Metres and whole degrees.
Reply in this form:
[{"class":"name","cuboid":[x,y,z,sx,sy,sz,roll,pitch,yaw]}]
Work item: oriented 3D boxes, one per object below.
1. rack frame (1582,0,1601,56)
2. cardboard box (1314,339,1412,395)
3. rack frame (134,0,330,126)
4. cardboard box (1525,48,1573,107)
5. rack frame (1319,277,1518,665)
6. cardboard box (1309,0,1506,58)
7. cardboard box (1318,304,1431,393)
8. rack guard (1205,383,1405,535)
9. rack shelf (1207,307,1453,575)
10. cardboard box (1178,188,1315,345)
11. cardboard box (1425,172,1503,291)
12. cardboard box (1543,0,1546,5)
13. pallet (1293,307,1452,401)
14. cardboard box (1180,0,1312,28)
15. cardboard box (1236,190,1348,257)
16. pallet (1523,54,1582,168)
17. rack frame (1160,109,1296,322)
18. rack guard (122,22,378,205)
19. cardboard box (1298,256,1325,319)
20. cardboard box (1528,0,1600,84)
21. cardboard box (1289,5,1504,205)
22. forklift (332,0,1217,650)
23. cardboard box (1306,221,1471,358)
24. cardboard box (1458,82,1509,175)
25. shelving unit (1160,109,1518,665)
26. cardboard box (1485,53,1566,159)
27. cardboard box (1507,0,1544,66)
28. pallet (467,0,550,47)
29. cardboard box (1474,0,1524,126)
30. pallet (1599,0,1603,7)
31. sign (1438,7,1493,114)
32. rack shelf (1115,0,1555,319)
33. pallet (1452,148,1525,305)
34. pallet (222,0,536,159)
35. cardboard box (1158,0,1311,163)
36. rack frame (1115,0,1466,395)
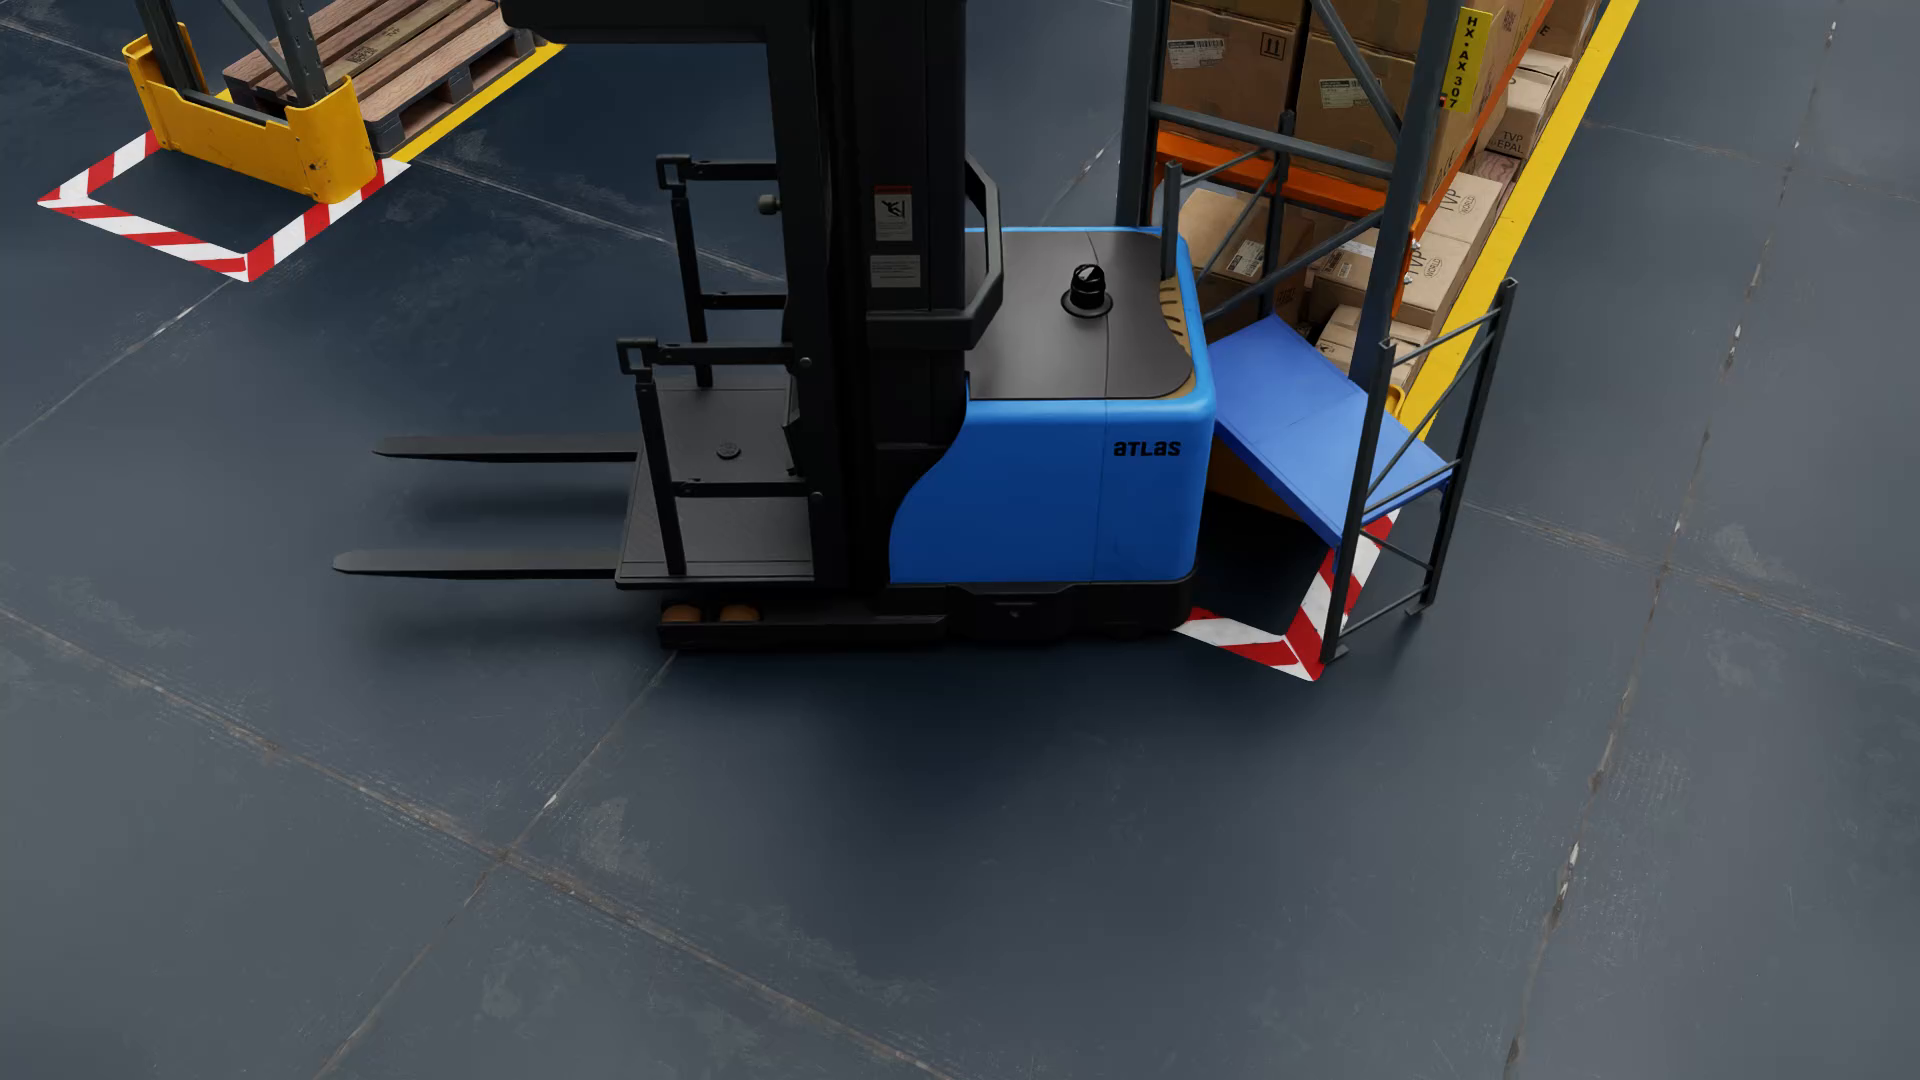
[{"class":"rack frame","cuboid":[2.872,-3.816,7.912,1.000,3.000,0.127,20,49,19]},{"class":"cardboard box","cuboid":[1.514,-0.599,6.428,0.380,0.149,0.250,20,49,19]},{"class":"rack frame","cuboid":[-3.371,-2.933,7.040,1.000,3.000,0.127,20,49,19]},{"class":"cardboard box","cuboid":[2.738,-2.259,8.069,0.380,0.149,0.250,20,49,19]},{"class":"rack frame","cuboid":[1.441,-0.165,5.332,0.500,1.500,0.032,-26,53,-18]},{"class":"cardboard box","cuboid":[1.455,-1.875,5.221,0.500,0.500,0.500,22,49,20]},{"class":"cardboard box","cuboid":[1.630,-0.762,6.577,0.380,0.166,0.250,20,49,19]},{"class":"rack guard","cuboid":[1.050,-0.465,6.358,1.175,0.500,0.348,20,49,19]},{"class":"rack shelf","cuboid":[1.186,-0.368,5.761,0.538,0.185,1.000,-26,53,-18]},{"class":"cardboard box","cuboid":[1.049,-0.996,6.573,0.500,0.500,0.500,20,49,19]},{"class":"cardboard box","cuboid":[1.983,-1.363,7.112,0.500,0.250,0.500,20,49,19]},{"class":"cardboard box","cuboid":[2.158,-2.480,6.521,0.500,0.500,0.500,21,49,20]},{"class":"pallet","cuboid":[1.420,-0.866,6.957,1.003,0.211,1.213,20,49,19]},{"class":"cardboard box","cuboid":[0.978,-2.053,5.397,0.500,0.500,0.500,20,49,19]},{"class":"cardboard box","cuboid":[1.517,-1.496,7.244,0.500,0.250,0.500,20,49,19]},{"class":"pallet","cuboid":[2.552,-2.403,8.477,1.003,0.211,1.213,20,49,19]},{"class":"rack frame","cuboid":[0.912,-0.806,5.917,0.500,1.500,0.032,-26,53,-18]},{"class":"rack guard","cuboid":[-3.370,-2.035,7.910,1.175,0.500,0.348,20,49,19]},{"class":"cardboard box","cuboid":[1.317,-1.104,6.915,0.380,0.166,0.250,20,49,19]},{"class":"cardboard box","cuboid":[2.859,-2.639,8.197,0.500,0.500,0.500,20,49,19]},{"class":"cardboard box","cuboid":[1.455,-1.523,5.576,0.500,0.500,0.500,21,49,20]},{"class":"forklift","cuboid":[-0.698,-1.024,5.202,3.031,2.935,1.130,-1,45,0]},{"class":"cardboard box","cuboid":[1.751,-1.048,6.800,0.500,0.250,0.500,20,49,19]},{"class":"cardboard box","cuboid":[2.004,-1.907,7.472,0.797,0.503,0.637,20,49,19]},{"class":"shelving unit","cuboid":[1.176,-0.485,5.625,0.538,1.500,1.048,-26,53,-18]},{"class":"cardboard box","cuboid":[2.510,-2.100,7.798,0.500,0.311,0.500,20,49,19]},{"class":"cardboard box","cuboid":[1.925,-2.165,6.211,0.500,0.500,0.500,20,49,19]},{"class":"pallet","cuboid":[-2.386,-3.226,9.290,1.003,0.211,1.213,20,49,19]},{"class":"cardboard box","cuboid":[1.689,-1.850,5.899,0.500,0.500,0.500,20,49,19]},{"class":"pallet","cuboid":[3.216,-3.360,9.423,1.003,0.211,1.213,20,49,19]},{"class":"sign","cuboid":[1.496,-1.421,4.937,0.100,0.325,0.005,20,49,19]},{"class":"rack shelf","cuboid":[1.943,-2.303,6.923,1.077,0.370,4.000,20,49,19]},{"class":"pallet","cuboid":[1.987,-1.631,7.714,1.003,0.211,1.213,20,49,19]},{"class":"pallet","cuboid":[-2.953,-2.460,8.533,1.003,0.211,1.213,20,49,19]},{"class":"cardboard box","cuboid":[0.982,-1.703,5.754,0.500,0.500,0.500,22,49,20]},{"class":"rack frame","cuboid":[1.015,-1.296,5.422,1.000,3.000,0.127,20,49,19]}]
